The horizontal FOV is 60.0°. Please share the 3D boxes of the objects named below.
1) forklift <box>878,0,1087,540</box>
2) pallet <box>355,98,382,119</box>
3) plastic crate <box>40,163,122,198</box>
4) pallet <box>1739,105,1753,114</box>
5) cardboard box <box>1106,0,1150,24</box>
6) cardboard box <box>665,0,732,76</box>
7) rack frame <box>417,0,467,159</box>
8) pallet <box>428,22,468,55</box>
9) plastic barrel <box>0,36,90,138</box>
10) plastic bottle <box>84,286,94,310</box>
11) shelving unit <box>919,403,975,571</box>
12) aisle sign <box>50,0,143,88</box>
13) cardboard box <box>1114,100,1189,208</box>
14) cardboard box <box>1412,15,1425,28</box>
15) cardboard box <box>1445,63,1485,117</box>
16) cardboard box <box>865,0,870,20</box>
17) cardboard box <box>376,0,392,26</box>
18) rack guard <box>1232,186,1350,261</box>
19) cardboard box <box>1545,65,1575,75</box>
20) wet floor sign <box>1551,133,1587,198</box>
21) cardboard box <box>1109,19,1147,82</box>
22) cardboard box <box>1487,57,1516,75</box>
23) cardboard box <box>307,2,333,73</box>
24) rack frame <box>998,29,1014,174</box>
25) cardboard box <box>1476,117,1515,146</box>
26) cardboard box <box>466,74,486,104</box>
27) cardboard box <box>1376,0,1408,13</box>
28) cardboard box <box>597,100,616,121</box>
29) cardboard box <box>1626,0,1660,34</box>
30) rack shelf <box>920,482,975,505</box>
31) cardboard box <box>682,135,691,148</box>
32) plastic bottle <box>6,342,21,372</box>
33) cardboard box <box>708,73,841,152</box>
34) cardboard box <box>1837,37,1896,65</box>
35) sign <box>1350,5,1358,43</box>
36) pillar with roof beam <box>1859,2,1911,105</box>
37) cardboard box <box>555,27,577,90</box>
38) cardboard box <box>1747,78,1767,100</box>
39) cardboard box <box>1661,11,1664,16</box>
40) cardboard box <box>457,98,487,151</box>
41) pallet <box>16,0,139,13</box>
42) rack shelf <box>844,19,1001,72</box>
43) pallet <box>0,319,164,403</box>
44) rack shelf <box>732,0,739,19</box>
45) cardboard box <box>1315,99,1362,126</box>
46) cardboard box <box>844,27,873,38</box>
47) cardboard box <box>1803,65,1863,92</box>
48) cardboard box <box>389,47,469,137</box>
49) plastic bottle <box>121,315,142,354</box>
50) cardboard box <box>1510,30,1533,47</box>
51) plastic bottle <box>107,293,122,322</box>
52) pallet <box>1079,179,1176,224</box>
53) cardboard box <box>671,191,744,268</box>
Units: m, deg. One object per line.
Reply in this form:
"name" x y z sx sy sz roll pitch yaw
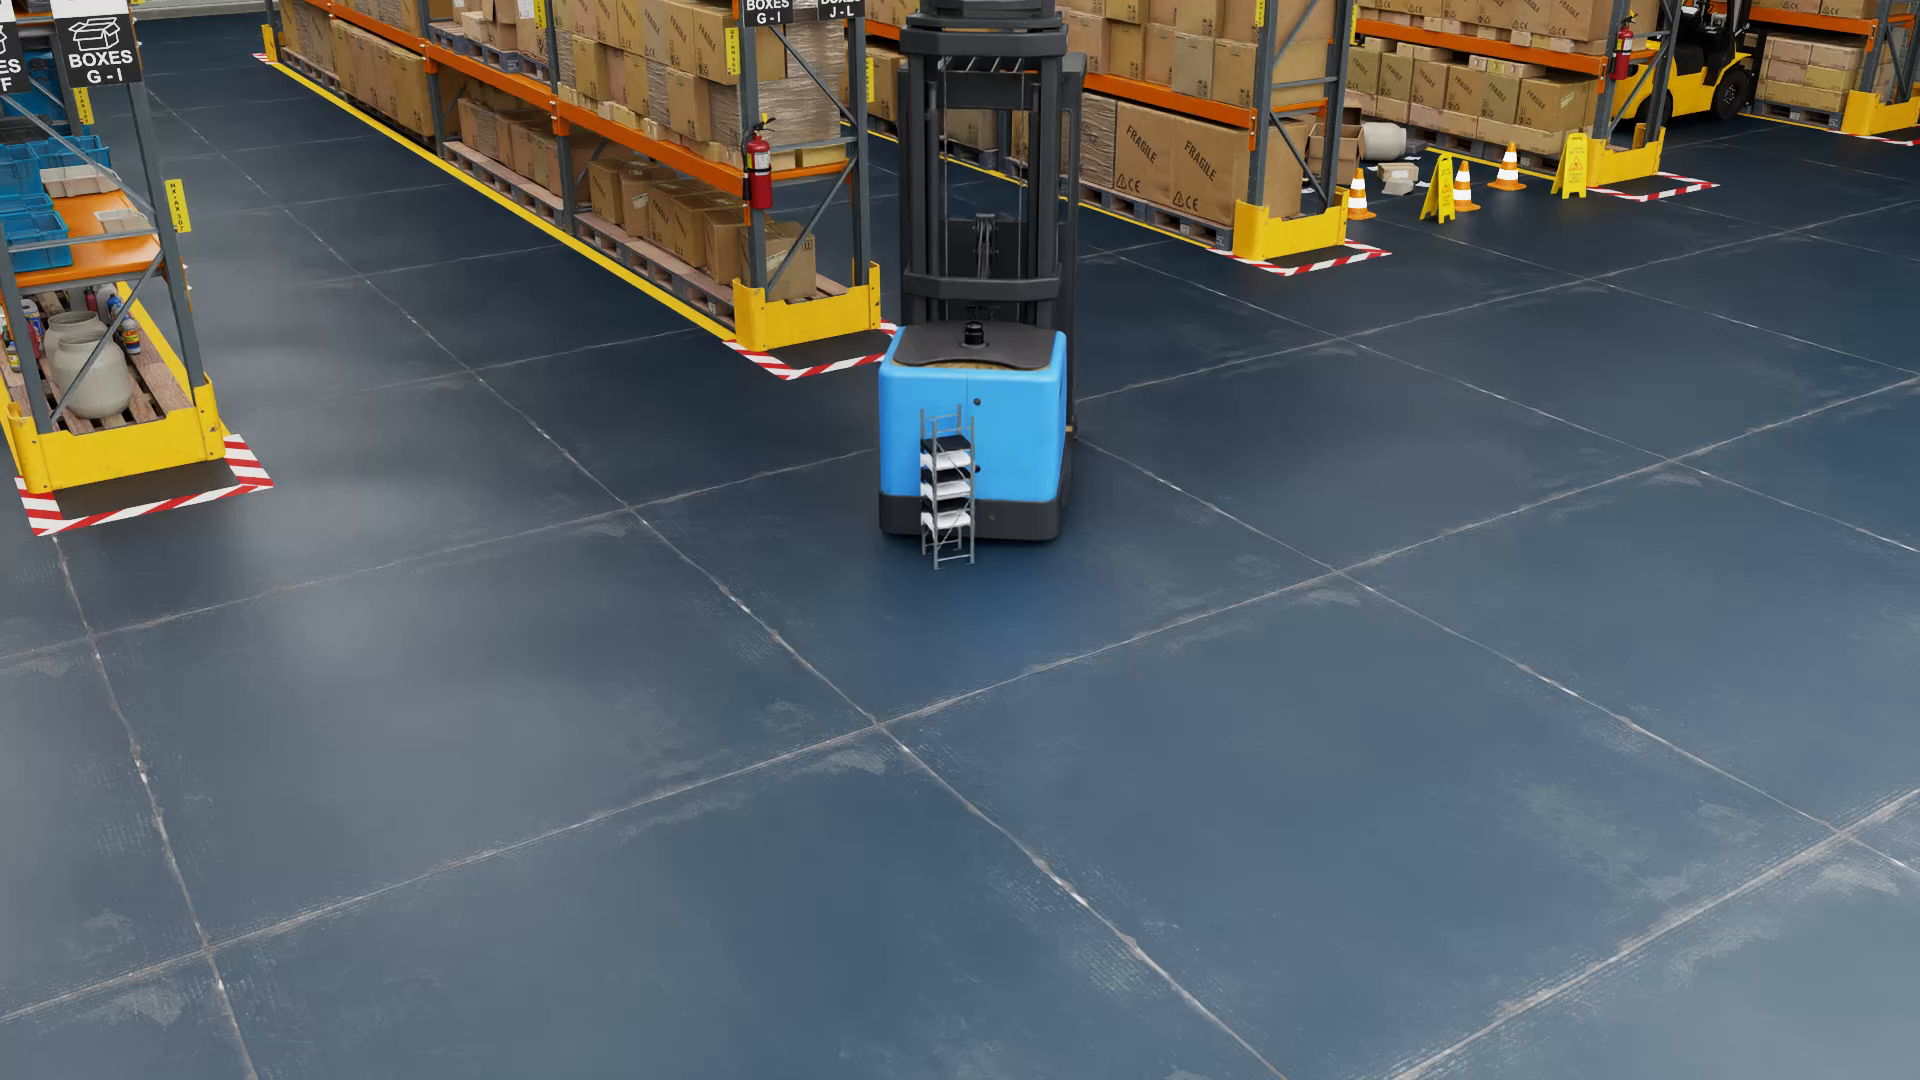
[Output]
"forklift" 0.201 -1.919 10.383 1.130 2.935 3.031 3 25 6
"pallet" -7.221 -5.740 21.662 1.003 0.211 1.213 -16 29 -30
"plastic crate" -6.389 -2.603 12.058 0.530 0.136 0.437 -16 29 -30
"pallet" 10.191 -5.874 21.944 1.003 0.211 1.213 -16 29 -30
"cardboard box" 1.918 -5.351 16.131 0.875 0.550 0.500 -16 29 -30
"cardboard box" -1.940 -3.916 12.894 0.500 0.500 0.500 -16 29 -30
"rack frame" -5.522 -5.829 18.583 1.000 3.000 0.127 -16 29 -30
"pallet" -5.044 -5.512 18.137 1.213 0.211 1.003 -16 29 -30
"plastic barrel" -7.445 -3.679 13.443 0.600 0.901 0.708 -16 29 -30
"plastic bottle" -6.686 -1.834 12.787 0.061 0.283 0.133 -16 29 -30
"shelving unit" -0.070 -0.293 9.317 0.258 0.900 0.210 -9 27 -18
"aisle sign" -5.020 -3.031 9.612 0.394 0.787 0.004 -16 29 -30
"cardboard box" 2.149 -3.857 16.404 0.875 0.875 0.875 -16 30 -30
"cardboard box" 5.498 -6.056 19.358 0.380 0.149 0.250 -16 29 -30
"cardboard box" 5.935 -5.156 19.009 0.500 0.500 0.500 -16 30 -31
"cardboard box" -1.012 -6.589 20.076 0.500 0.500 0.500 -16 30 -30
"cardboard box" -6.552 -6.357 19.586 0.500 0.500 0.500 -17 30 -31
"rack guard" 3.069 -2.948 15.409 1.175 0.500 0.348 -16 29 -30
"cardboard box" 6.637 -5.110 18.910 0.500 0.500 0.500 -17 30 -31
"wet floor sign" 6.356 -3.895 17.244 0.267 0.644 0.232 -6 26 -12
"cardboard box" 1.973 -4.878 16.394 0.875 0.550 0.500 -16 29 -30
"cardboard box" 6.101 -5.288 18.528 0.380 0.149 0.250 -15 29 -29
"cardboard box" -8.490 -7.065 23.199 0.875 0.875 0.875 -16 29 -30
"rack frame" 0.873 -5.518 17.924 1.000 3.000 0.127 -16 29 -30
"cardboard box" 6.206 -4.637 18.787 0.500 0.250 0.500 -15 29 -29
"cardboard box" -5.131 -5.004 18.370 0.500 0.250 0.500 -14 29 -28
"cardboard box" 5.265 -6.491 19.520 0.500 0.500 0.500 -16 29 -30
"cardboard box" -2.941 -3.776 14.529 0.380 0.149 0.250 -16 29 -30
"cardboard box" 7.122 -5.690 17.825 0.500 0.500 0.500 -16 30 -30
"rack shelf" -0.070 -0.263 9.331 0.258 0.077 0.200 -9 27 -18
"cardboard box" -2.024 -3.266 13.450 0.380 0.149 0.250 -16 29 -30
"plastic bottle" -6.674 -1.301 11.755 0.097 0.201 0.097 0 25 0
"cardboard box" -1.432 -3.350 12.867 0.875 0.500 0.500 -16 29 -30
"cardboard box" 11.201 -6.049 20.608 0.500 0.250 0.500 -16 30 -30
"sign" 3.525 -4.641 14.961 0.100 0.325 0.005 -16 29 -30
"pillar with roof beam" 8.073 -8.603 17.434 9.100 9.000 0.400 -16 29 -30
"cardboard box" -3.144 -4.402 15.096 0.875 0.500 0.500 -16 29 -30
"cardboard box" 10.255 -5.837 21.329 0.500 0.250 0.500 -15 29 -29
"cardboard box" 9.552 -7.133 22.904 0.500 0.250 0.500 -15 29 -29
"cardboard box" -5.139 -4.662 18.525 0.700 0.500 0.500 -17 30 -32
"pallet" -5.674 -3.403 10.152 1.003 0.211 1.213 -16 29 -30
"rack shelf" -0.219 -5.908 19.593 1.077 0.370 4.000 -16 29 -30
"pallet" -6.486 -1.296 12.248 1.003 0.211 1.213 -16 29 -30
"rack shelf" -2.246 -4.714 13.550 1.077 0.370 4.000 -16 29 -30
"cardboard box" 4.410 -4.878 19.494 0.500 0.500 0.500 3 25 6
"cardboard box" -1.485 -6.650 21.881 0.500 0.250 0.500 -17 30 -32
"cardboard box" 10.778 -5.709 20.472 0.500 0.250 0.500 -16 30 -30
"cardboard box" -5.881 -5.309 19.480 1.225 0.875 0.875 -17 30 -32
"plastic bottle" -6.033 -1.499 12.093 0.097 0.271 0.097 0 25 0
"cardboard box" 6.246 -5.493 18.167 0.380 0.149 0.250 -15 29 -29
"plastic bottle" -6.385 -1.730 12.582 0.097 0.271 0.097 0 25 0
"pallet" 1.892 -3.530 16.980 1.003 0.211 1.213 -16 29 -30
"cardboard box" -2.162 -2.688 14.367 0.500 0.500 0.500 -13 28 -25
